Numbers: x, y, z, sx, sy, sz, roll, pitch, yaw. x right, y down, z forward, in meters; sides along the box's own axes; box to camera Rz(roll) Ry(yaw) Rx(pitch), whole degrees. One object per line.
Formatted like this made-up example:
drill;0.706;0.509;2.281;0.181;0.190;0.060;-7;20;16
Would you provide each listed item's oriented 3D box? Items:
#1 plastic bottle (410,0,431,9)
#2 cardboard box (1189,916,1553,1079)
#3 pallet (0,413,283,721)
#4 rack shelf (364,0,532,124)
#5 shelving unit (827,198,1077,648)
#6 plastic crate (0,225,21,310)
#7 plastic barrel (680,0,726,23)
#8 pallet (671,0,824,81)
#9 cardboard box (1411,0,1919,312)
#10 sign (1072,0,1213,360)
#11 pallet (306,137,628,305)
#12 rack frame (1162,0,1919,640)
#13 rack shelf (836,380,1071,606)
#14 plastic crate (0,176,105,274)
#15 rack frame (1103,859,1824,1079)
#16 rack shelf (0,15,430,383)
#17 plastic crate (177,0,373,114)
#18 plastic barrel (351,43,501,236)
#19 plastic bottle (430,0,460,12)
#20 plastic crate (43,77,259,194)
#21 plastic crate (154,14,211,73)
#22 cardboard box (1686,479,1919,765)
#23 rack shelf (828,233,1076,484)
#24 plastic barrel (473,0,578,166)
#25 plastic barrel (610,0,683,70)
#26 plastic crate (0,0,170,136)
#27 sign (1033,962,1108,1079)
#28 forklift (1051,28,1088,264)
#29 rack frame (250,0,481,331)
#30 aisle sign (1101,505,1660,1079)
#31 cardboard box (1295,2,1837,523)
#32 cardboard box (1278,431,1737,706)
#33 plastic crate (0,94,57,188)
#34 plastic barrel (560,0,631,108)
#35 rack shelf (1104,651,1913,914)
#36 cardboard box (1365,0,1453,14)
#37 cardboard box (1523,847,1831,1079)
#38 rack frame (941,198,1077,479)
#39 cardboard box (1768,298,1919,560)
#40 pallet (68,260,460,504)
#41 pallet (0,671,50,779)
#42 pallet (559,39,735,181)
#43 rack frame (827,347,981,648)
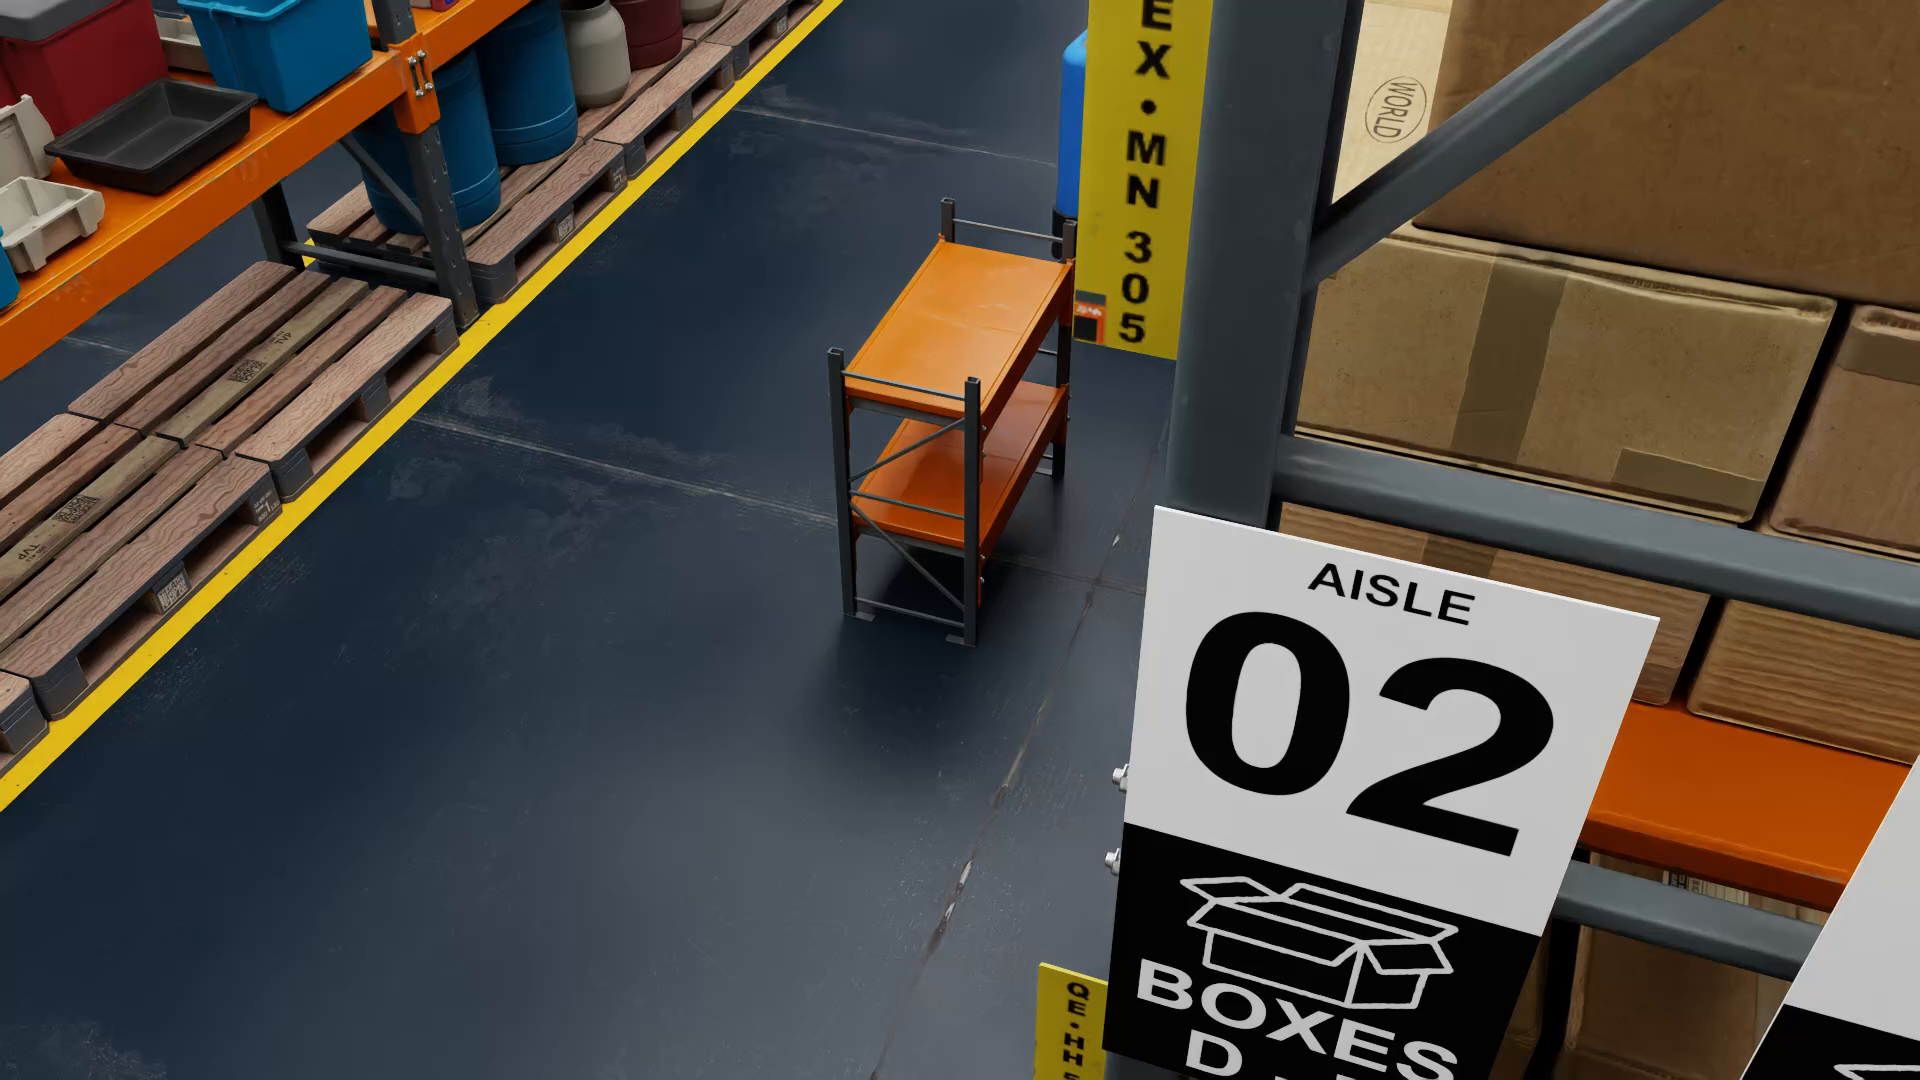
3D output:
plastic bottle;-2.191;-2.359;6.742;0.144;0.351;0.185;13;42;15
cardboard box;0.550;0.580;2.411;0.500;0.500;0.500;13;42;15
pallet;-3.260;0.055;6.023;1.003;0.211;1.213;13;42;15
rack shelf;-1.946;-3.156;8.193;1.077;0.370;4.000;13;42;15
shelving unit;-0.002;-0.424;5.880;0.538;1.125;1.048;13;42;15
plastic crate;-3.051;-0.793;4.951;0.416;0.233;0.300;13;42;15
plastic barrel;-1.522;-3.197;9.279;0.421;0.512;0.421;0;40;0
pallet;-1.492;-3.099;9.719;1.003;0.211;1.213;13;42;15
cardboard box;0.816;-0.545;1.419;0.700;0.500;0.500;13;42;15
sign;0.141;-0.282;1.276;0.100;0.325;0.005;13;42;15
pallet;-2.327;-1.611;7.975;1.003;0.211;1.213;13;42;15
rack frame;0.656;-0.951;0.431;1.000;3.000;0.127;13;42;15
rack shelf;-0.002;-0.238;6.039;0.538;0.278;1.000;13;42;15
plastic crate;-2.943;-1.004;5.272;0.293;0.136;0.466;13;42;15
rack frame;0.656;1.331;2.378;1.000;3.000;0.127;13;42;15
rack shelf;-3.314;-0.717;5.333;1.077;0.370;4.000;13;42;15
plastic crate;-2.469;-1.866;6.093;0.392;0.384;0.575;13;42;15
plastic barrel;-2.428;-1.900;7.459;0.600;0.901;0.708;13;42;15
plastic bottle;-2.103;-2.295;6.718;0.061;0.283;0.133;13;42;15
plastic crate;-2.760;-1.386;5.729;0.437;0.125;0.590;13;42;15
plastic crate;-2.923;-1.880;6.300;0.396;0.136;0.243;13;42;15
cardboard box;1.071;-0.010;1.755;0.500;0.250;0.500;13;42;15
rack shelf;-0.002;-0.646;5.690;0.538;0.278;1.000;13;42;15
plastic barrel;-2.186;-2.331;7.965;0.600;0.901;0.708;13;42;15
plastic barrel;-1.799;-2.901;8.874;0.600;0.588;0.708;13;42;15
plastic crate;-3.171;-1.768;5.916;0.402;0.464;0.583;13;42;15
sign;0.141;0.635;2.059;0.100;0.325;0.005;13;42;15
forklift;1.547;-3.078;7.599;1.130;2.935;3.031;19;44;20
rack frame;-2.630;-2.210;6.529;1.000;3.000;0.127;13;42;15
aisle sign;0.345;0.316;1.566;0.394;0.787;0.004;13;42;15
cardboard box;0.592;-0.313;1.725;0.500;0.250;0.500;13;42;15
cardboard box;0.584;-0.125;1.889;0.500;0.250;0.500;13;42;15
plastic crate;-3.325;-1.297;5.505;0.437;0.282;0.530;13;42;15
plastic barrel;-1.908;-2.508;8.472;0.421;0.512;0.421;0;40;0
rack shelf;1.340;-0.756;3.068;1.077;0.370;4.000;13;42;15
cardboard box;0.763;-0.618;2.082;0.500;0.250;0.500;13;42;15
cardboard box;1.055;0.701;2.270;0.500;0.500;0.500;15;43;16
rack frame;0.172;-0.734;6.243;0.500;1.125;0.032;13;42;15
cardboard box;1.076;-0.199;1.591;0.500;0.250;0.500;13;42;15
pallet;-2.845;-0.692;6.899;1.003;0.211;1.213;13;42;15
pallet;-3.679;0.796;5.154;1.003;0.211;1.213;13;42;15
pallet;-1.911;-2.357;8.850;1.003;0.211;1.213;13;42;15
rack frame;-0.176;-0.114;5.517;0.500;1.125;0.032;13;42;15
